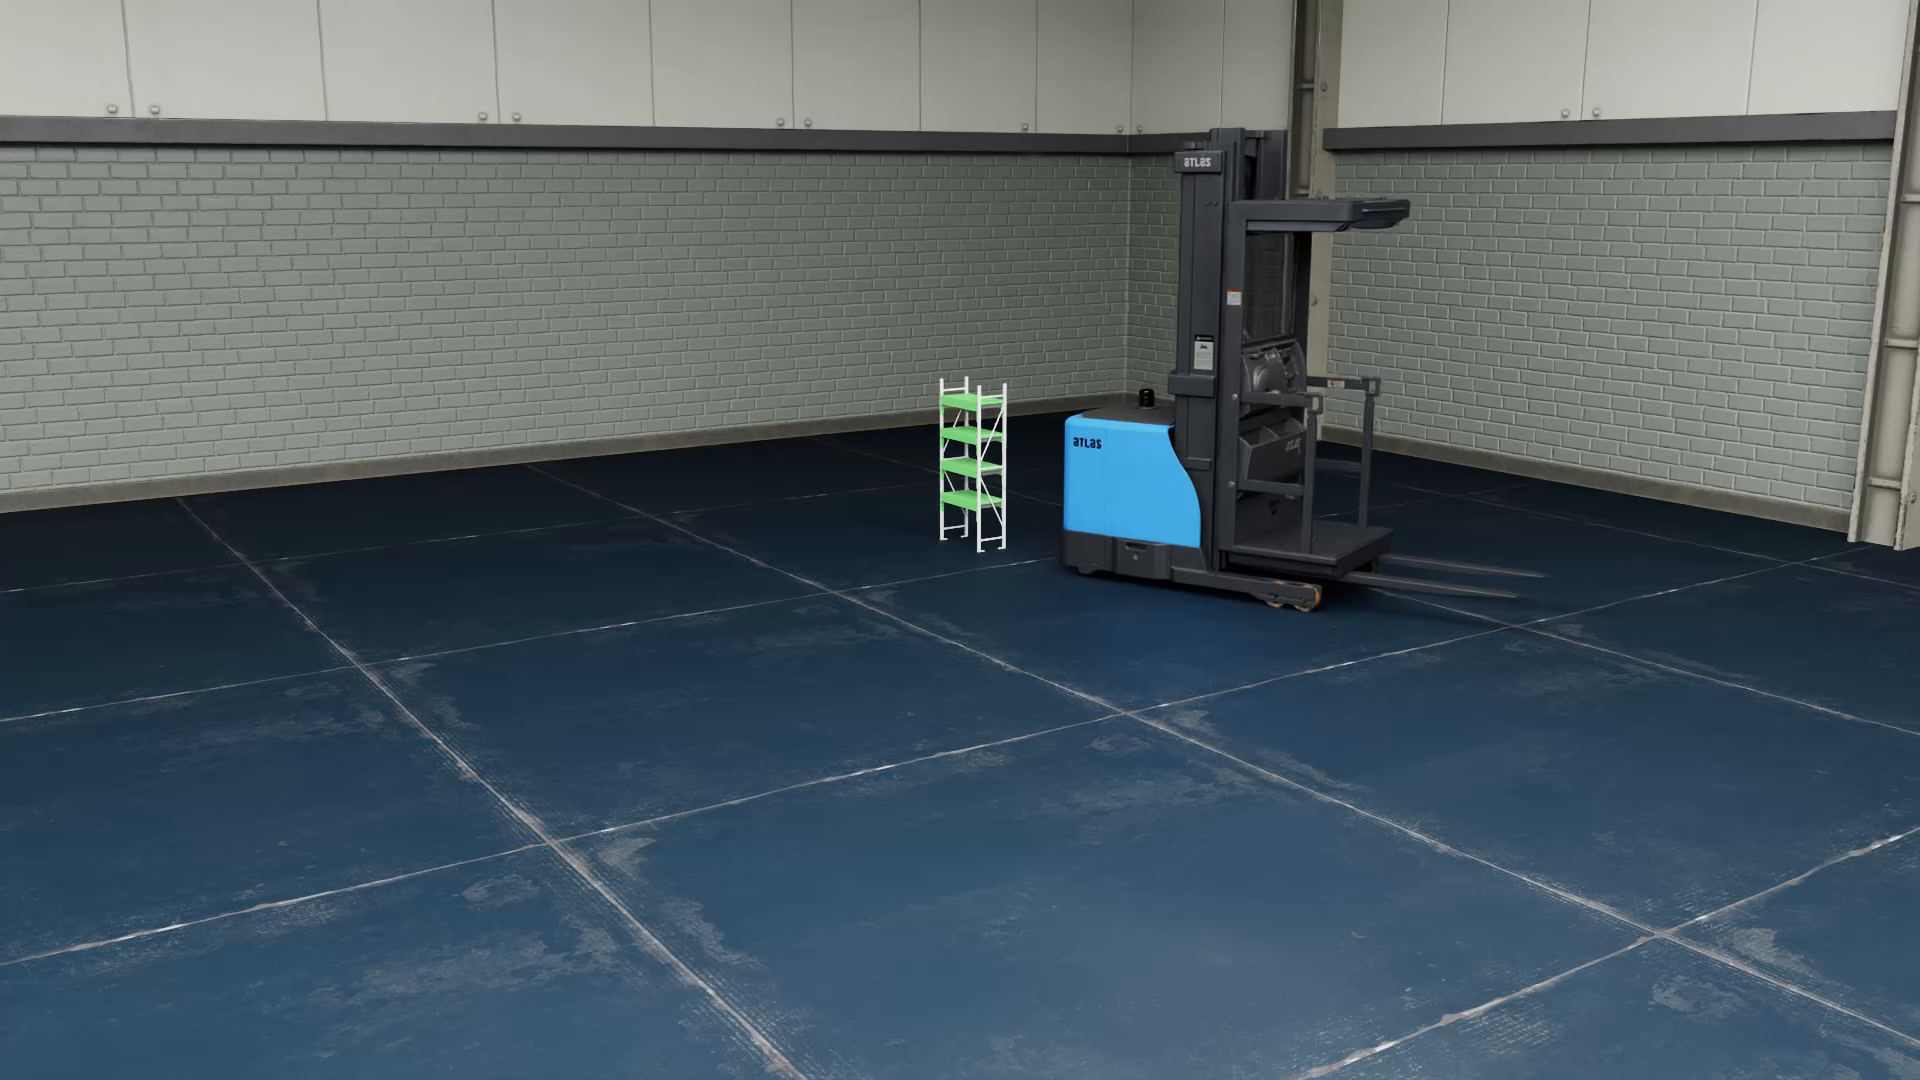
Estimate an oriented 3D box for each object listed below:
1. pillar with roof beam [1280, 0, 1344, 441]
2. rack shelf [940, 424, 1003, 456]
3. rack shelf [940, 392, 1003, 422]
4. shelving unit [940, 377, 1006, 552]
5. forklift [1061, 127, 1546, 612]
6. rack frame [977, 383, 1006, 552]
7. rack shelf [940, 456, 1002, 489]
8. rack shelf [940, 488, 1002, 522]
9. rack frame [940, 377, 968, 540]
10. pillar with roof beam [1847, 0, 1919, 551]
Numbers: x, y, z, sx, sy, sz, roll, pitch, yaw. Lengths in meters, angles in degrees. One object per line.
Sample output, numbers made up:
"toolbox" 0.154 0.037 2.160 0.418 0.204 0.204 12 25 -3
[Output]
"pillar with roof beam" -0.094 -4.930 13.844 9.100 9.000 0.400 -8 15 -33
"rack shelf" 0.092 -0.729 12.061 0.258 0.148 0.480 -8 15 -33
"rack shelf" 0.092 -0.963 12.010 0.258 0.148 0.480 -8 15 -33
"shelving unit" 0.092 -0.557 12.099 0.258 1.200 0.503 -8 15 -33
"forklift" 2.195 -1.116 10.604 3.031 2.935 1.130 8 15 33
"rack frame" 0.227 -0.513 11.901 0.240 1.200 0.015 -8 15 -33
"rack shelf" 0.092 -0.494 12.113 0.258 0.148 0.480 -8 15 -33
"rack shelf" 0.092 -0.260 12.164 0.258 0.148 0.480 -8 15 -33
"rack frame" -0.043 -0.600 12.297 0.240 1.200 0.015 -8 15 -33
"pillar with roof beam" 3.230 -3.863 8.964 9.100 9.000 0.400 -8 15 -33
